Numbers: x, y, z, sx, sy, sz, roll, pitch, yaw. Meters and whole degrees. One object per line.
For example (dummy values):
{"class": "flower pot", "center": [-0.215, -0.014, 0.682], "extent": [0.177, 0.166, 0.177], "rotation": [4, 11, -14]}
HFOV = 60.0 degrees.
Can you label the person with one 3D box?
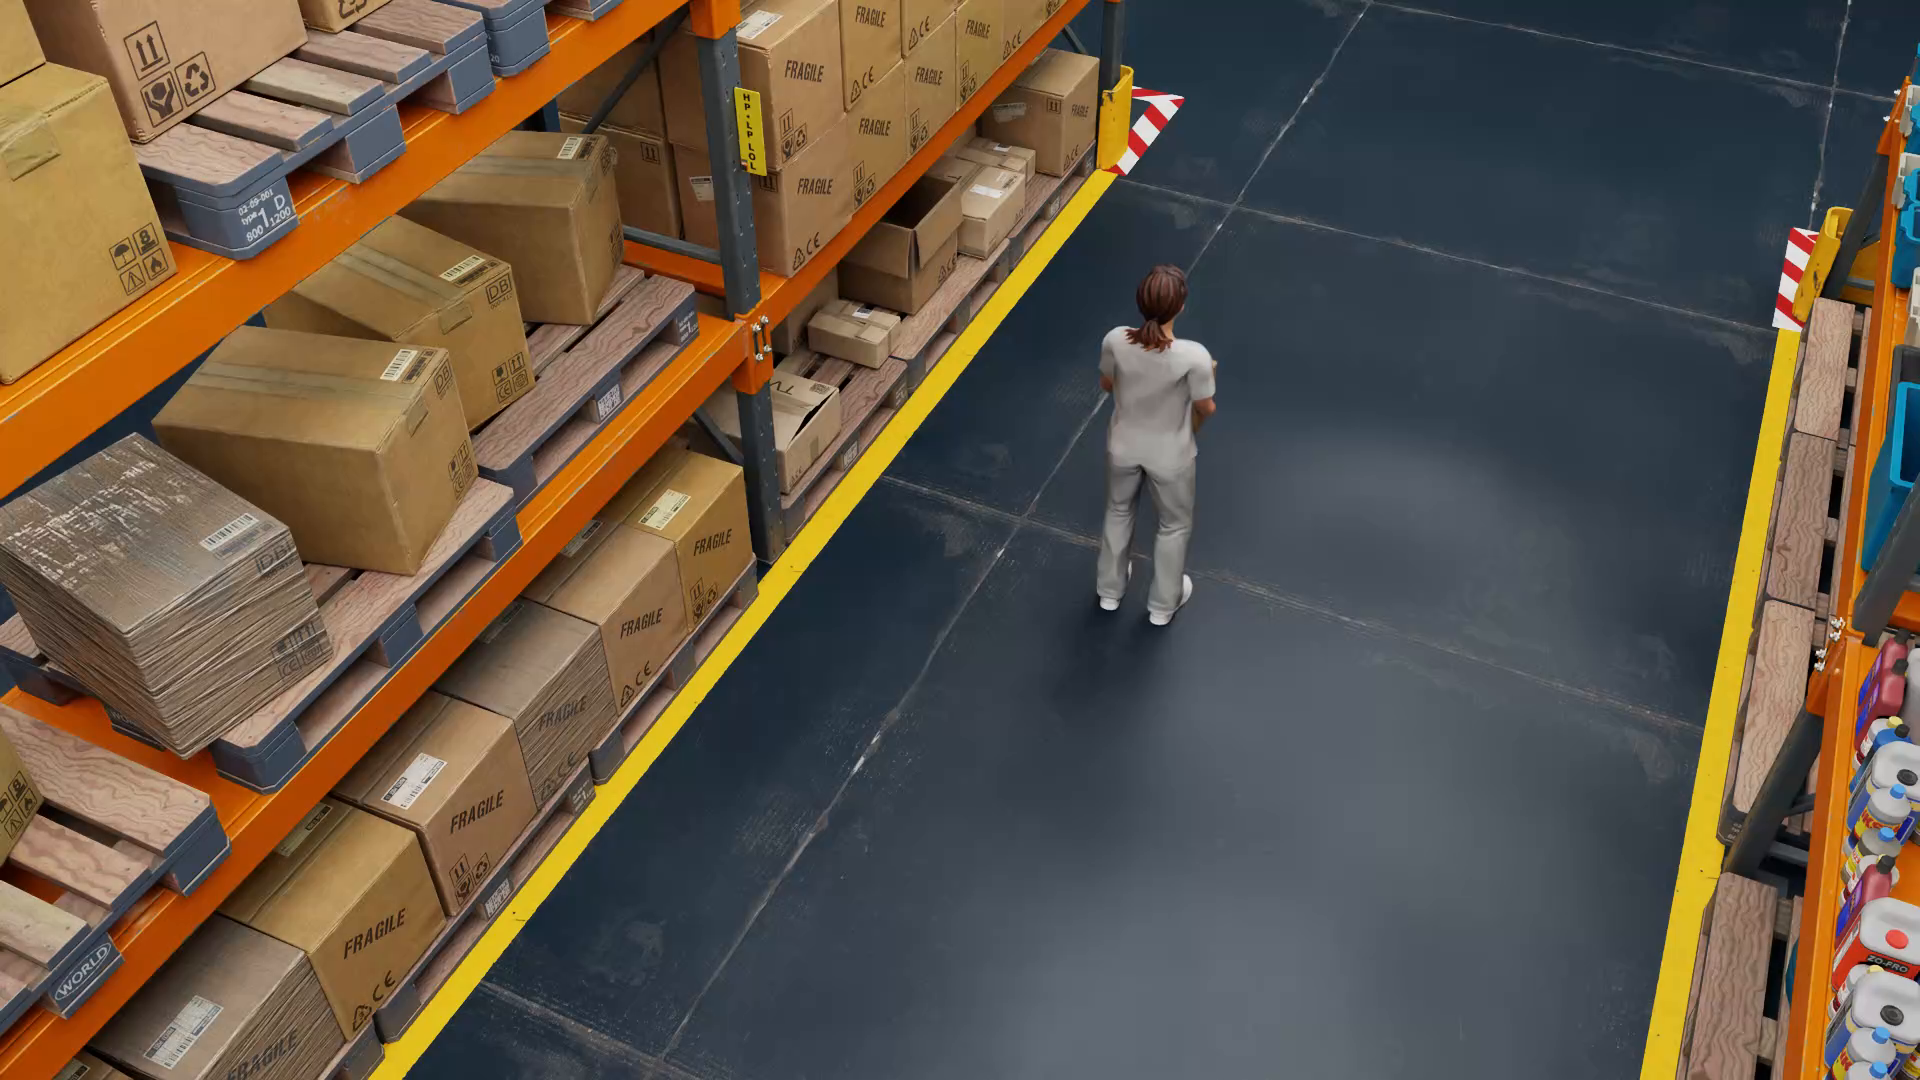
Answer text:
{"class": "person", "center": [0.773, -0.395, 6.596], "extent": [0.463, 1.675, 0.490], "rotation": [17, 45, 18]}
